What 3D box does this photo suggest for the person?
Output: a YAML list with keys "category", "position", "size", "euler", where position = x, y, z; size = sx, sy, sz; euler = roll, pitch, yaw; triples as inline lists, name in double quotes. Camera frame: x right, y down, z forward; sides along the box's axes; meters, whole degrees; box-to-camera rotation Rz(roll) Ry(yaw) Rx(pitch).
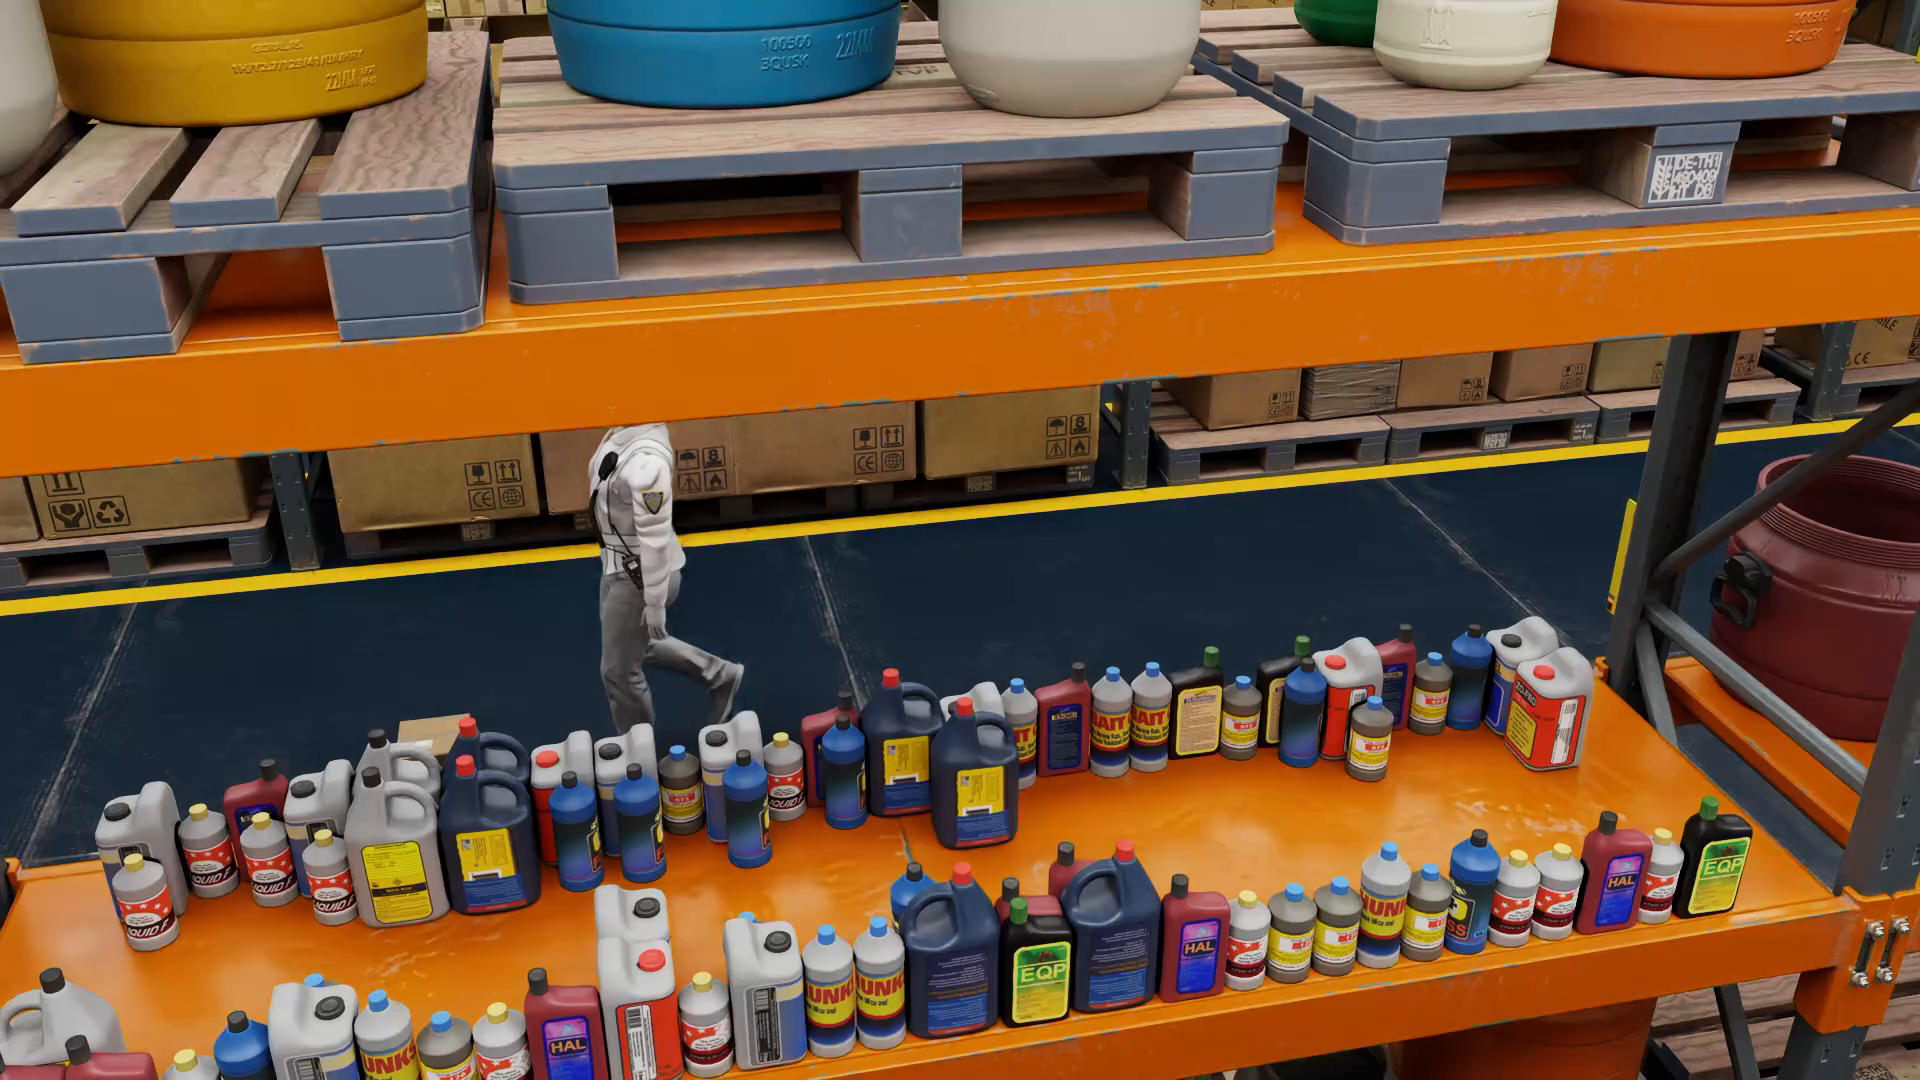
- category: "person"
  position: [-1.103, 0.102, 5.861]
  size: [0.656, 1.664, 0.501]
  euler: [-7, 28, -13]
